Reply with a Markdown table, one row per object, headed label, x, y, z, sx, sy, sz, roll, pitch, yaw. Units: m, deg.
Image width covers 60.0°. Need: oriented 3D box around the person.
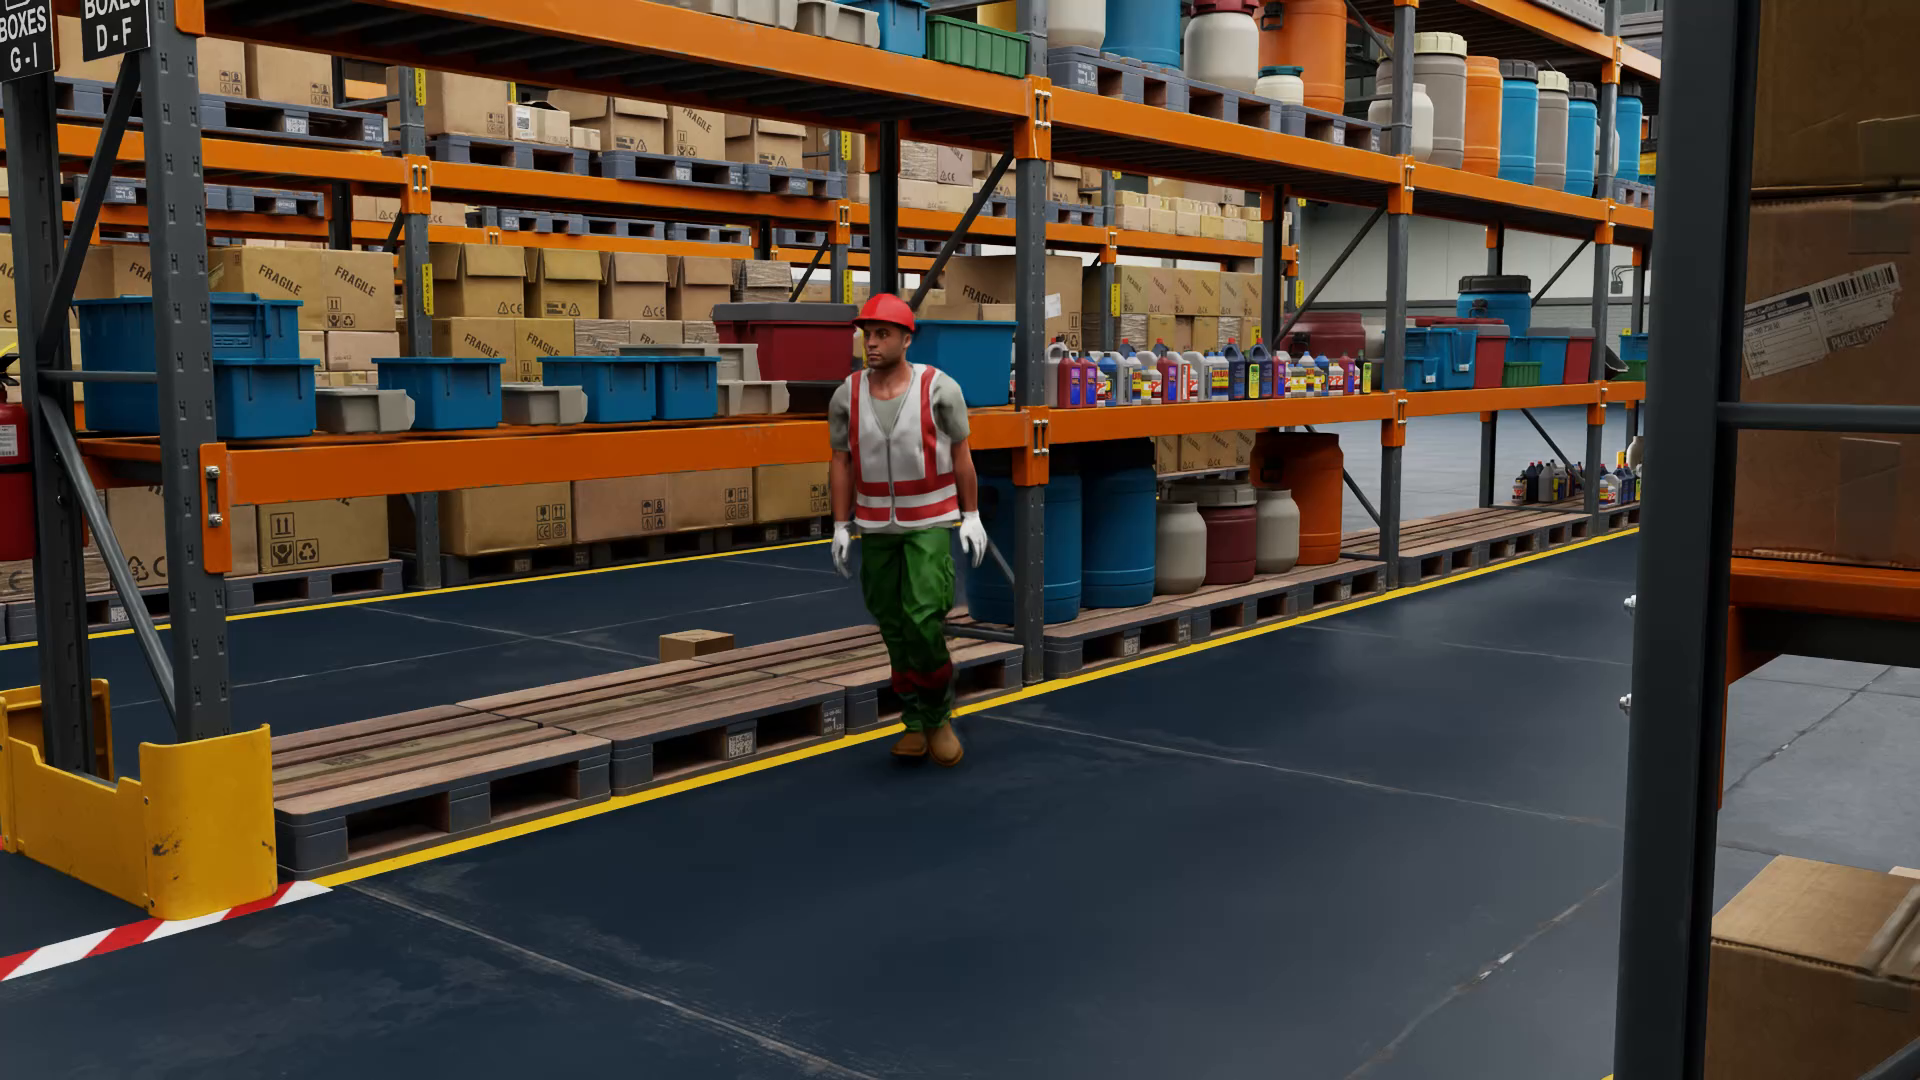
| label | x | y | z | sx | sy | sz | roll | pitch | yaw |
| --- | --- | --- | --- | --- | --- | --- | --- | --- | --- |
| person | -0.210 | -0.037 | 6.269 | 0.579 | 1.766 | 0.518 | 2 | 7 | 18 |
